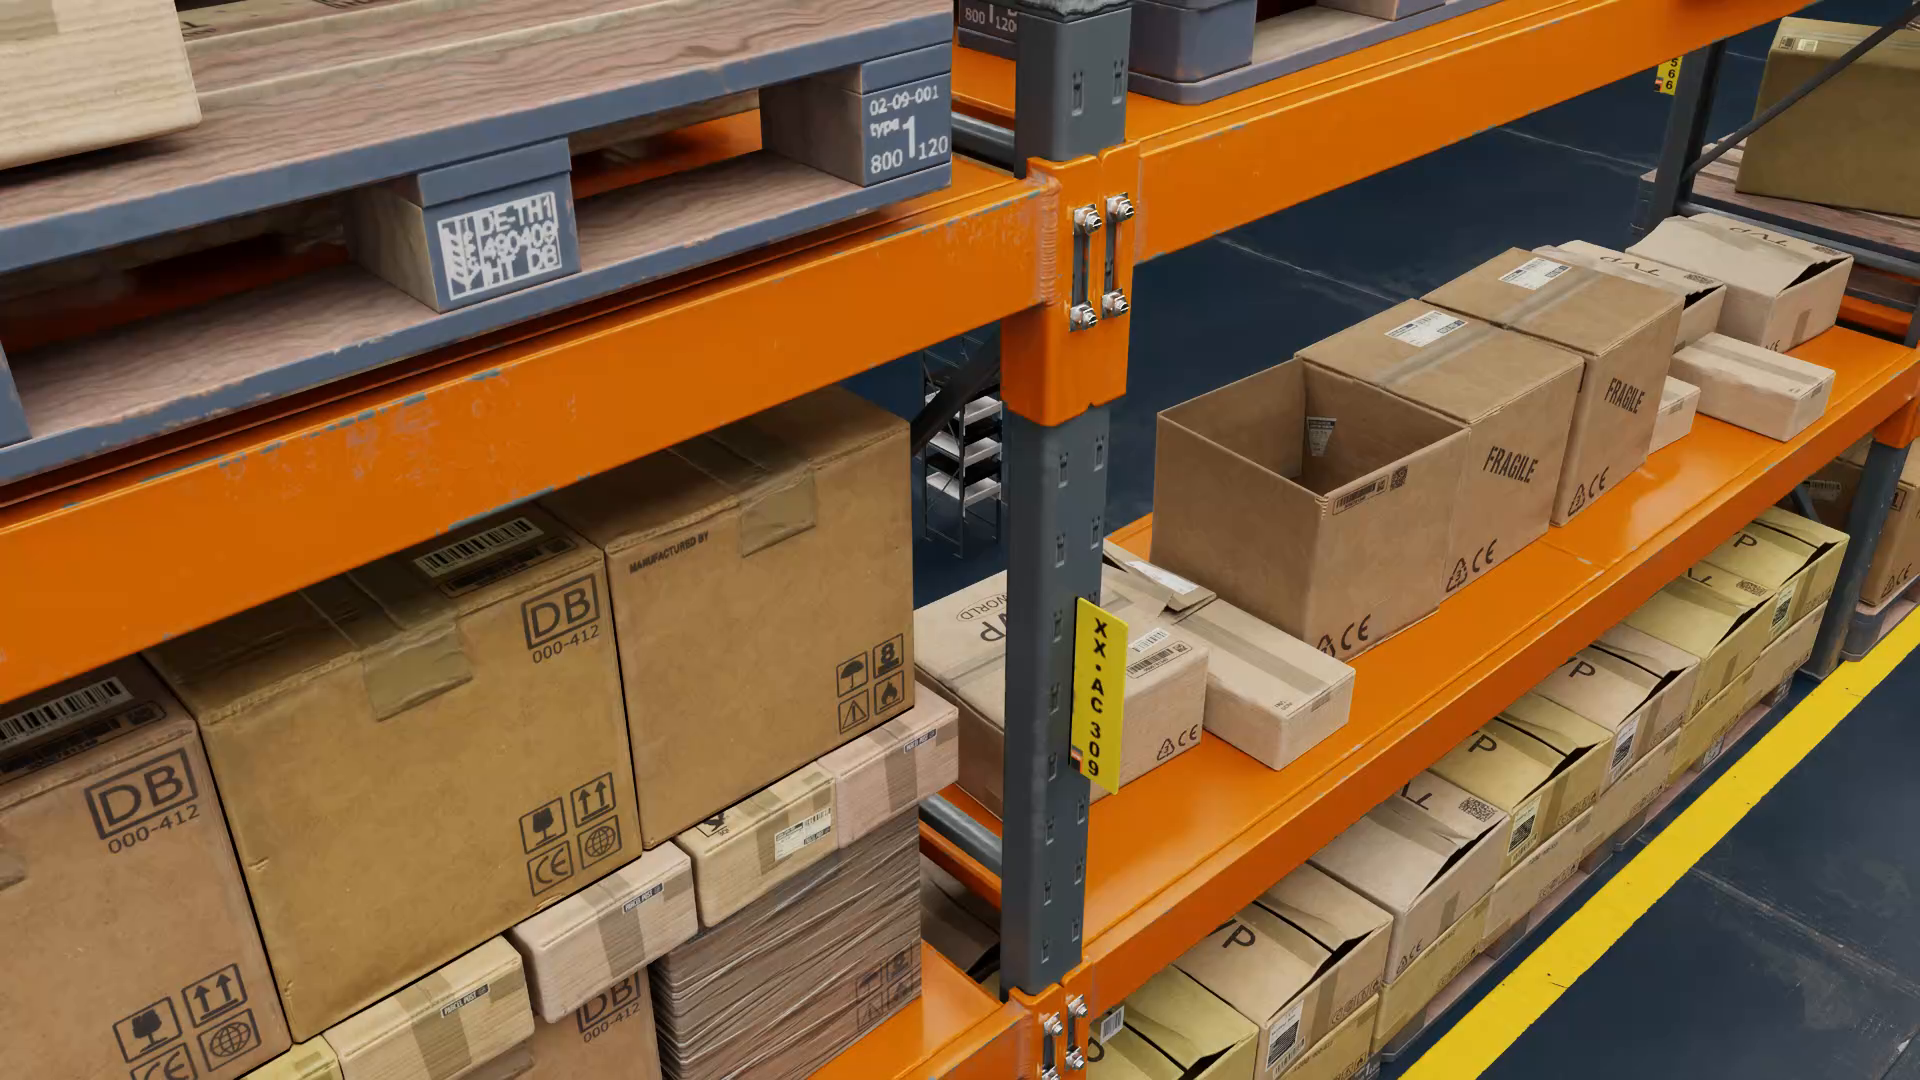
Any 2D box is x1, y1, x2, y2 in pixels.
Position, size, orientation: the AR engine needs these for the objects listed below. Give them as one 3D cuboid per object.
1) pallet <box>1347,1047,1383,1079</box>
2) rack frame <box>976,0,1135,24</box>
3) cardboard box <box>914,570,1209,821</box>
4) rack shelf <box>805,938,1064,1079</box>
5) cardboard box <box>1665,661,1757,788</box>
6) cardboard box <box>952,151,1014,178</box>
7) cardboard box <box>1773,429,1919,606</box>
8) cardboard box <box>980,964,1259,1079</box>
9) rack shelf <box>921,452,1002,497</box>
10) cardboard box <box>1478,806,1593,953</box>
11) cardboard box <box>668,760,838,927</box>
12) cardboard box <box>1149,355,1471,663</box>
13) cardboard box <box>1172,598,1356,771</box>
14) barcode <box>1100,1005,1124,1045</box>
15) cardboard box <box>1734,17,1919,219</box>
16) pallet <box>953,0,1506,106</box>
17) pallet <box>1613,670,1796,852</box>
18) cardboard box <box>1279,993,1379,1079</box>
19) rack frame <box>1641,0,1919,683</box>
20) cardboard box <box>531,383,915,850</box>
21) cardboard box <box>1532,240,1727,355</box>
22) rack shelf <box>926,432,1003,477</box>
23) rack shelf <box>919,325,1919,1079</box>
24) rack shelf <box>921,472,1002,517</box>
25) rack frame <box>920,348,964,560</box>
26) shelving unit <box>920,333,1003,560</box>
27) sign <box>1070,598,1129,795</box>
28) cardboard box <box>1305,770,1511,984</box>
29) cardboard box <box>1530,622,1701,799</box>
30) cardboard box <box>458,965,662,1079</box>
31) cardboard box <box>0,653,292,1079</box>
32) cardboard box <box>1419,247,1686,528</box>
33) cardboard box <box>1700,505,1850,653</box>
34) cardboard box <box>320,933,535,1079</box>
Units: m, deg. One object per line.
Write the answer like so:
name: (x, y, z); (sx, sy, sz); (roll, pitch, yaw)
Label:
pallet: (0.349, 1.349, 4.341); (1.213, 0.211, 1.003); (-26, 40, -35)
rack frame: (-0.165, -2.124, 1.597); (0.127, 3.000, 1.000); (-26, 40, -35)
cardboard box: (0.166, 0.309, 3.514); (0.500, 0.250, 0.500); (-23, 38, -33)
rack shelf: (-1.632, 1.452, 2.189); (4.000, 0.370, 1.077); (-26, 40, -35)
cardboard box: (2.173, 0.475, 5.331); (0.500, 0.250, 0.500); (-26, 40, -36)
cardboard box: (0.026, -2.349, 9.375); (0.750, 0.750, 0.750); (-26, 40, -36)
cardboard box: (3.296, -0.156, 6.105); (0.500, 0.500, 0.500); (-24, 39, -34)
cardboard box: (0.307, 1.139, 3.707); (0.500, 0.311, 0.500); (-26, 40, -35)
rack shelf: (0.006, -0.282, 6.584); (0.200, 0.077, 0.258); (-26, 40, -35)
cardboard box: (1.427, 0.836, 4.741); (0.500, 0.250, 0.500); (-25, 39, -35)
cardboard box: (-0.401, 0.382, 2.533); (0.250, 0.149, 0.380); (-27, 40, -36)
cardboard box: (0.796, -0.060, 3.877); (0.500, 0.500, 0.500); (-23, 38, -32)
cardboard box: (0.624, 0.307, 3.613); (0.250, 0.149, 0.380); (-26, 40, -35)
barcode: (0.305, 0.974, 3.336); (0.075, 0.075, 0.001); (-26, 40, -35)
cardboard box: (3.153, -1.471, 5.782); (0.700, 0.500, 0.500); (15, 35, 23)
pallet: (0.473, -1.080, 2.949); (0.805, 0.209, 1.217); (27, 41, 37)
pallet: (2.138, 0.484, 5.756); (1.213, 0.211, 1.003); (-26, 40, -35)
cardboard box: (0.675, 1.201, 4.144); (0.500, 0.250, 0.500); (-25, 39, -34)
rack frame: (2.768, -0.983, 5.482); (0.127, 3.000, 1.000); (-26, 40, -35)
cardboard box: (-0.486, 0.000, 2.536); (0.500, 0.500, 0.700); (-26, 40, -35)
cardboard box: (1.981, -0.702, 5.108); (0.500, 0.311, 0.500); (-26, 40, -36)
rack shelf: (0.006, -0.358, 6.537); (0.200, 0.077, 0.258); (-26, 40, -35)
rack shelf: (1.302, 0.033, 4.510); (4.000, 0.370, 1.077); (-26, 40, -35)
rack shelf: (0.006, -0.205, 6.631); (0.200, 0.077, 0.258); (-26, 40, -35)
rack frame: (-0.069, -0.351, 6.461); (0.006, 0.900, 0.240); (-26, 40, -35)
shelving unit: (0.006, -0.387, 6.520); (0.210, 0.900, 0.258); (-26, 40, -35)
sign: (0.214, 0.245, 2.569); (0.005, 0.325, 0.100); (-26, 40, -35)
cardboard box: (1.057, 0.780, 4.295); (0.500, 0.311, 0.500); (-27, 41, -37)
cardboard box: (1.803, 0.417, 4.889); (0.500, 0.311, 0.500); (-26, 40, -36)
cardboard box: (-0.868, 0.743, 2.564); (0.500, 0.500, 0.700); (-26, 40, -36)
cardboard box: (-1.223, 0.357, 1.952); (0.500, 0.500, 0.700); (-26, 40, -35)
cardboard box: (1.549, -0.424, 4.473); (0.500, 0.500, 0.500); (27, 40, 36)
cardboard box: (2.551, 0.052, 5.486); (0.500, 0.311, 0.500); (-25, 39, -34)
cardboard box: (-0.784, 0.569, 2.226); (0.250, 0.149, 0.380); (-26, 40, -36)
